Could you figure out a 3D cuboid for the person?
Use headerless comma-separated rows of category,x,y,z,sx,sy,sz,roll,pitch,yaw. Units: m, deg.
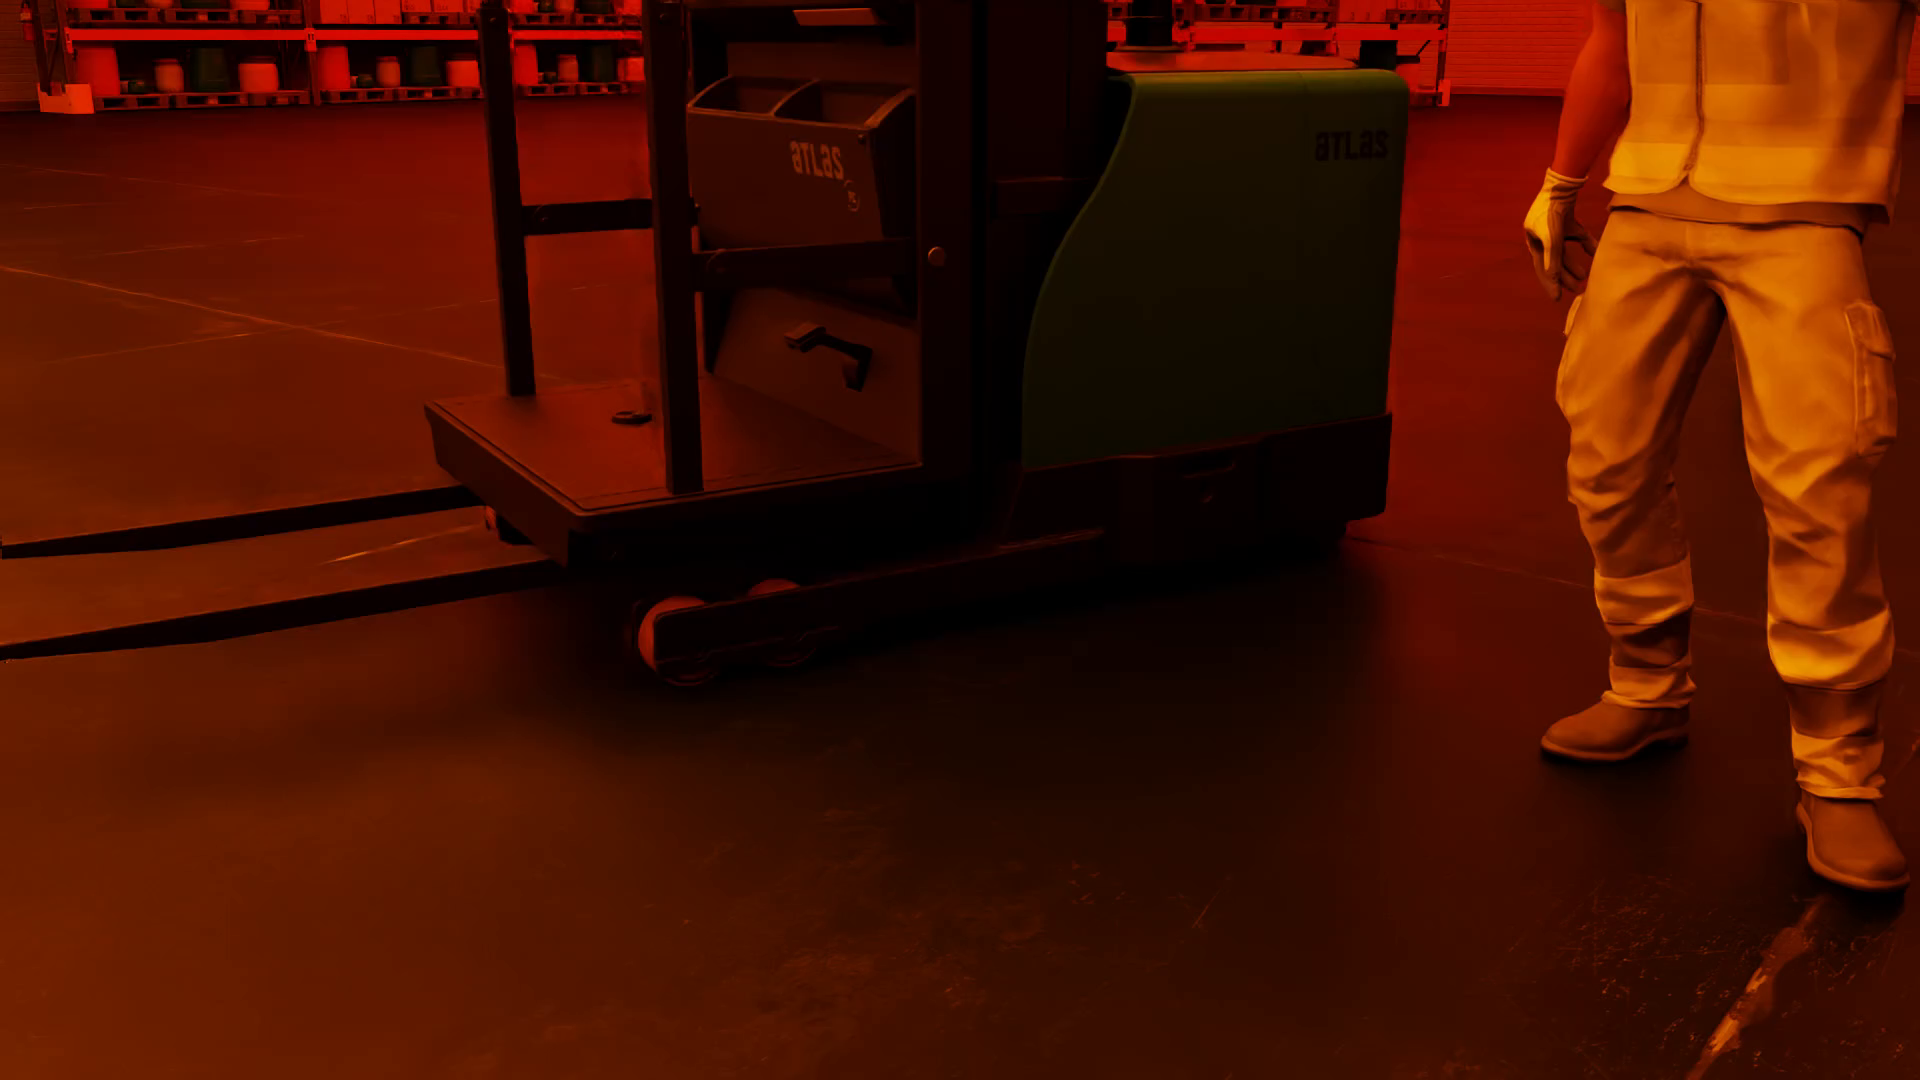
person,1.129,-0.452,2.421,0.433,1.750,0.852,-12,20,-34

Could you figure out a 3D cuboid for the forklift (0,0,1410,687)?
forklift,-0.521,-1.307,3.202,3.031,2.935,1.130,-10,19,-29
